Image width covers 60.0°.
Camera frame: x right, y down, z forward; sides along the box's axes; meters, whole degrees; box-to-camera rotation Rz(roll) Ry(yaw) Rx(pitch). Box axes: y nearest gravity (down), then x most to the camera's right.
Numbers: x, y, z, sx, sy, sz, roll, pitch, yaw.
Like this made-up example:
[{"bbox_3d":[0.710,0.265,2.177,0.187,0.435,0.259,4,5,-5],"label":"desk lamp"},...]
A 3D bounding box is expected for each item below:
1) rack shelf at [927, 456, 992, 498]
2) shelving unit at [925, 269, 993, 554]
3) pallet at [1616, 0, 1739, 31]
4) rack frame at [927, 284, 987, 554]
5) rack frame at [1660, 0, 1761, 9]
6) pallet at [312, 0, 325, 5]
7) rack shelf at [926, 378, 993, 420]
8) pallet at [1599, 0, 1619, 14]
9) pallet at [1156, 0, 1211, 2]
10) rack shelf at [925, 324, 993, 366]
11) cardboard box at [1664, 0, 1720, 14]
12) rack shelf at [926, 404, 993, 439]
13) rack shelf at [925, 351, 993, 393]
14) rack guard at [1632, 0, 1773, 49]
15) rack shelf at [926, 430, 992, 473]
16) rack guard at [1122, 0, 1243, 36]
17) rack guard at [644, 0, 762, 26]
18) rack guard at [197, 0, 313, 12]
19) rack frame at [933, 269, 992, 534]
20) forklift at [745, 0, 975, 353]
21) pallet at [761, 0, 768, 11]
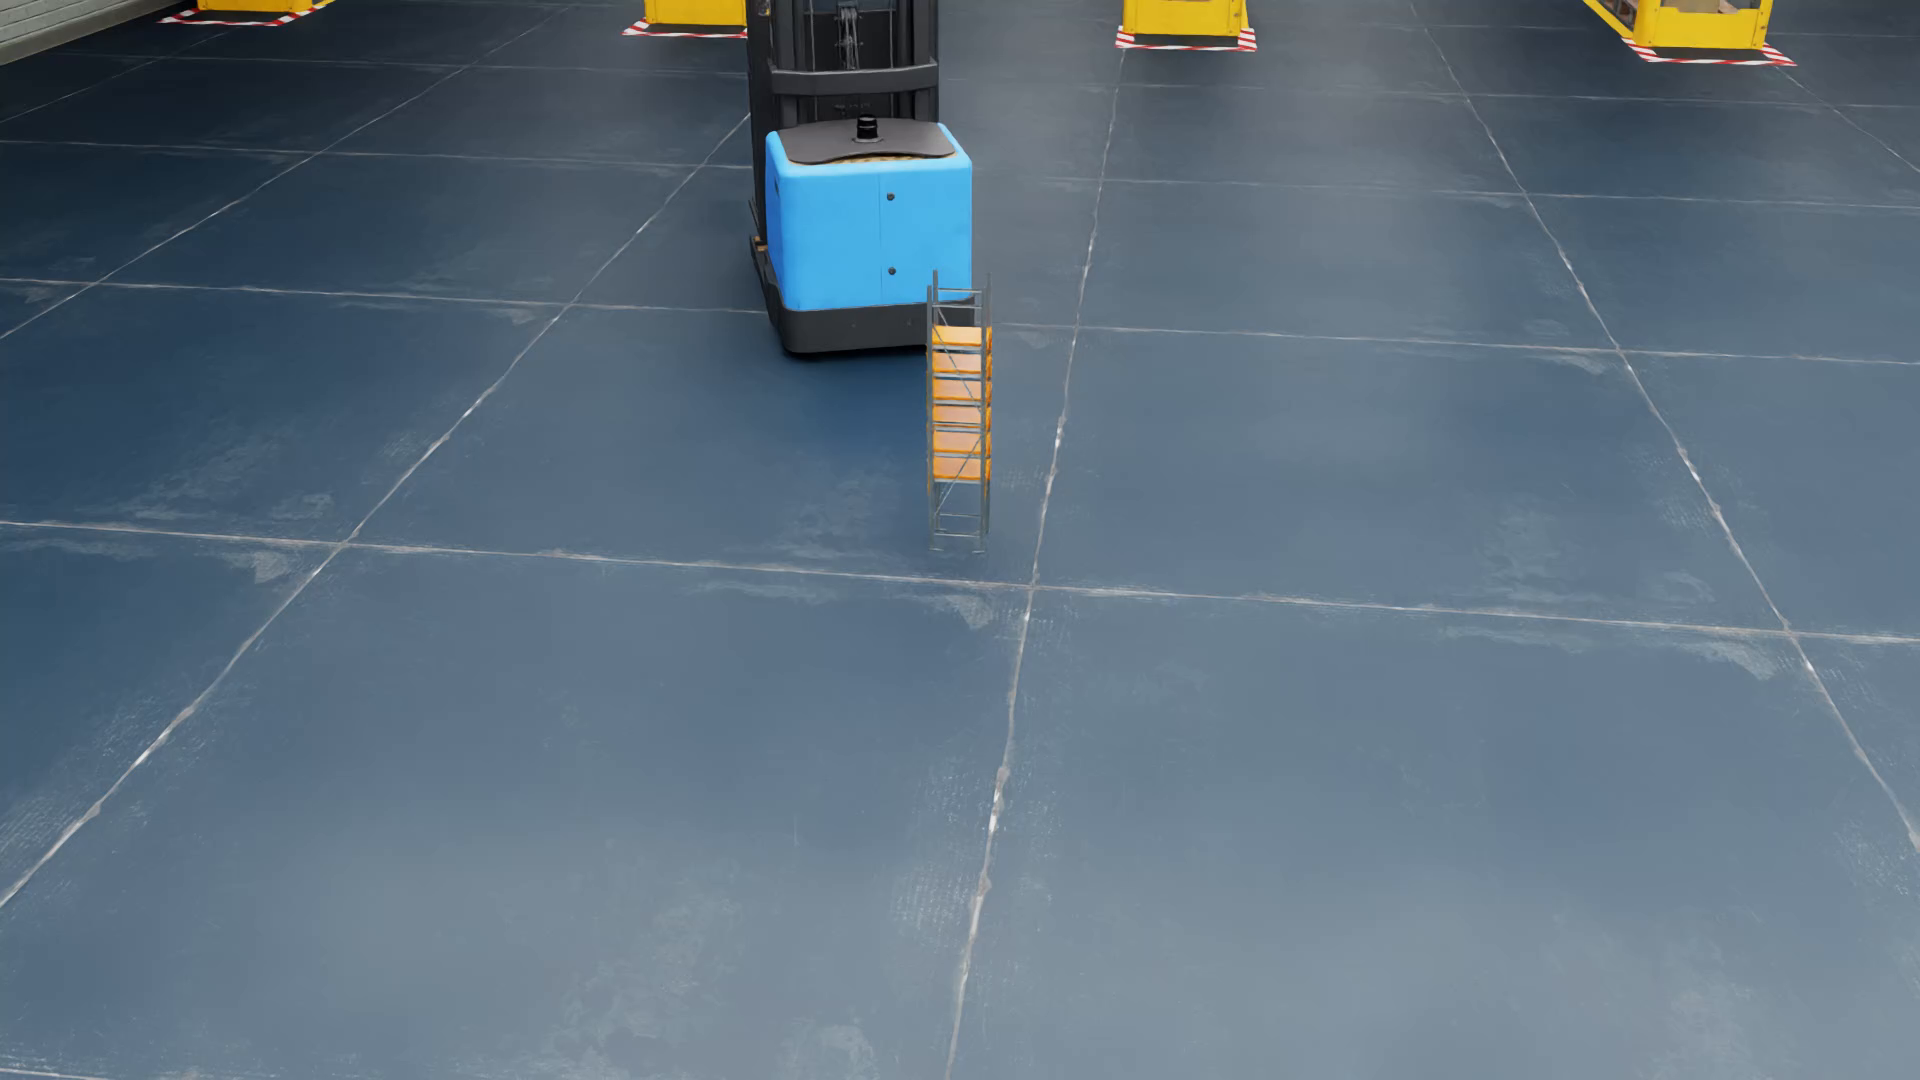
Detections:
[{"bbox_3d":[-0.002,-0.271,7.088,0.258,0.103,0.180,3,28,6],"label":"rack shelf"},{"bbox_3d":[-0.002,-0.521,6.953,0.258,1.200,0.189,3,28,6],"label":"shelving unit"},{"bbox_3d":[7.328,-5.316,16.895,1.003,0.211,1.213,3,28,6],"label":"pallet"},{"bbox_3d":[-0.013,-0.478,6.873,0.240,1.200,0.006,3,28,6],"label":"rack frame"},{"bbox_3d":[7.184,-6.128,15.461,1.000,3.000,0.127,3,28,6],"label":"rack frame"},{"bbox_3d":[-7.420,-6.180,18.498,1.003,0.211,1.213,3,28,6],"label":"pallet"},{"bbox_3d":[-0.002,-0.588,6.917,0.258,0.103,0.180,3,28,6],"label":"rack shelf"},{"bbox_3d":[7.480,-5.889,17.958,1.003,0.211,1.213,3,28,6],"label":"pallet"},{"bbox_3d":[2.336,-5.608,17.438,1.003,0.211,1.213,3,28,6],"label":"pallet"},{"bbox_3d":[-0.002,-0.799,6.803,0.258,0.103,0.180,3,28,6],"label":"rack shelf"},{"bbox_3d":[7.277,-5.505,16.498,0.500,0.500,0.500,9,30,16],"label":"cardboard box"},{"bbox_3d":[-0.002,-0.482,6.974,0.258,0.103,0.180,3,28,6],"label":"rack shelf"},{"bbox_3d":[-0.002,-0.694,6.860,0.258,0.103,0.180,3,28,6],"label":"rack shelf"},{"bbox_3d":[7.193,-5.063,16.121,1.175,0.500,0.348,3,28,6],"label":"rack guard"},{"bbox_3d":[-0.002,-0.377,7.031,0.258,0.103,0.180,3,28,6],"label":"rack shelf"},{"bbox_3d":[2.231,-5.354,16.660,1.175,0.500,0.348,3,28,6],"label":"rack guard"},{"bbox_3d":[-2.650,-5.593,17.105,1.175,0.500,0.348,3,28,6],"label":"rack guard"},{"bbox_3d":[-7.555,-5.927,17.724,1.175,0.500,0.348,3,28,6],"label":"rack guard"},{"bbox_3d":[0.009,-0.564,7.033,0.240,1.200,0.006,3,28,6],"label":"rack frame"},{"bbox_3d":[-0.715,-2.979,9.689,1.130,2.935,3.031,-5,29,-10],"label":"forklift"},{"bbox_3d":[-2.595,-5.840,17.867,1.003,0.211,1.213,3,28,6],"label":"pallet"}]
